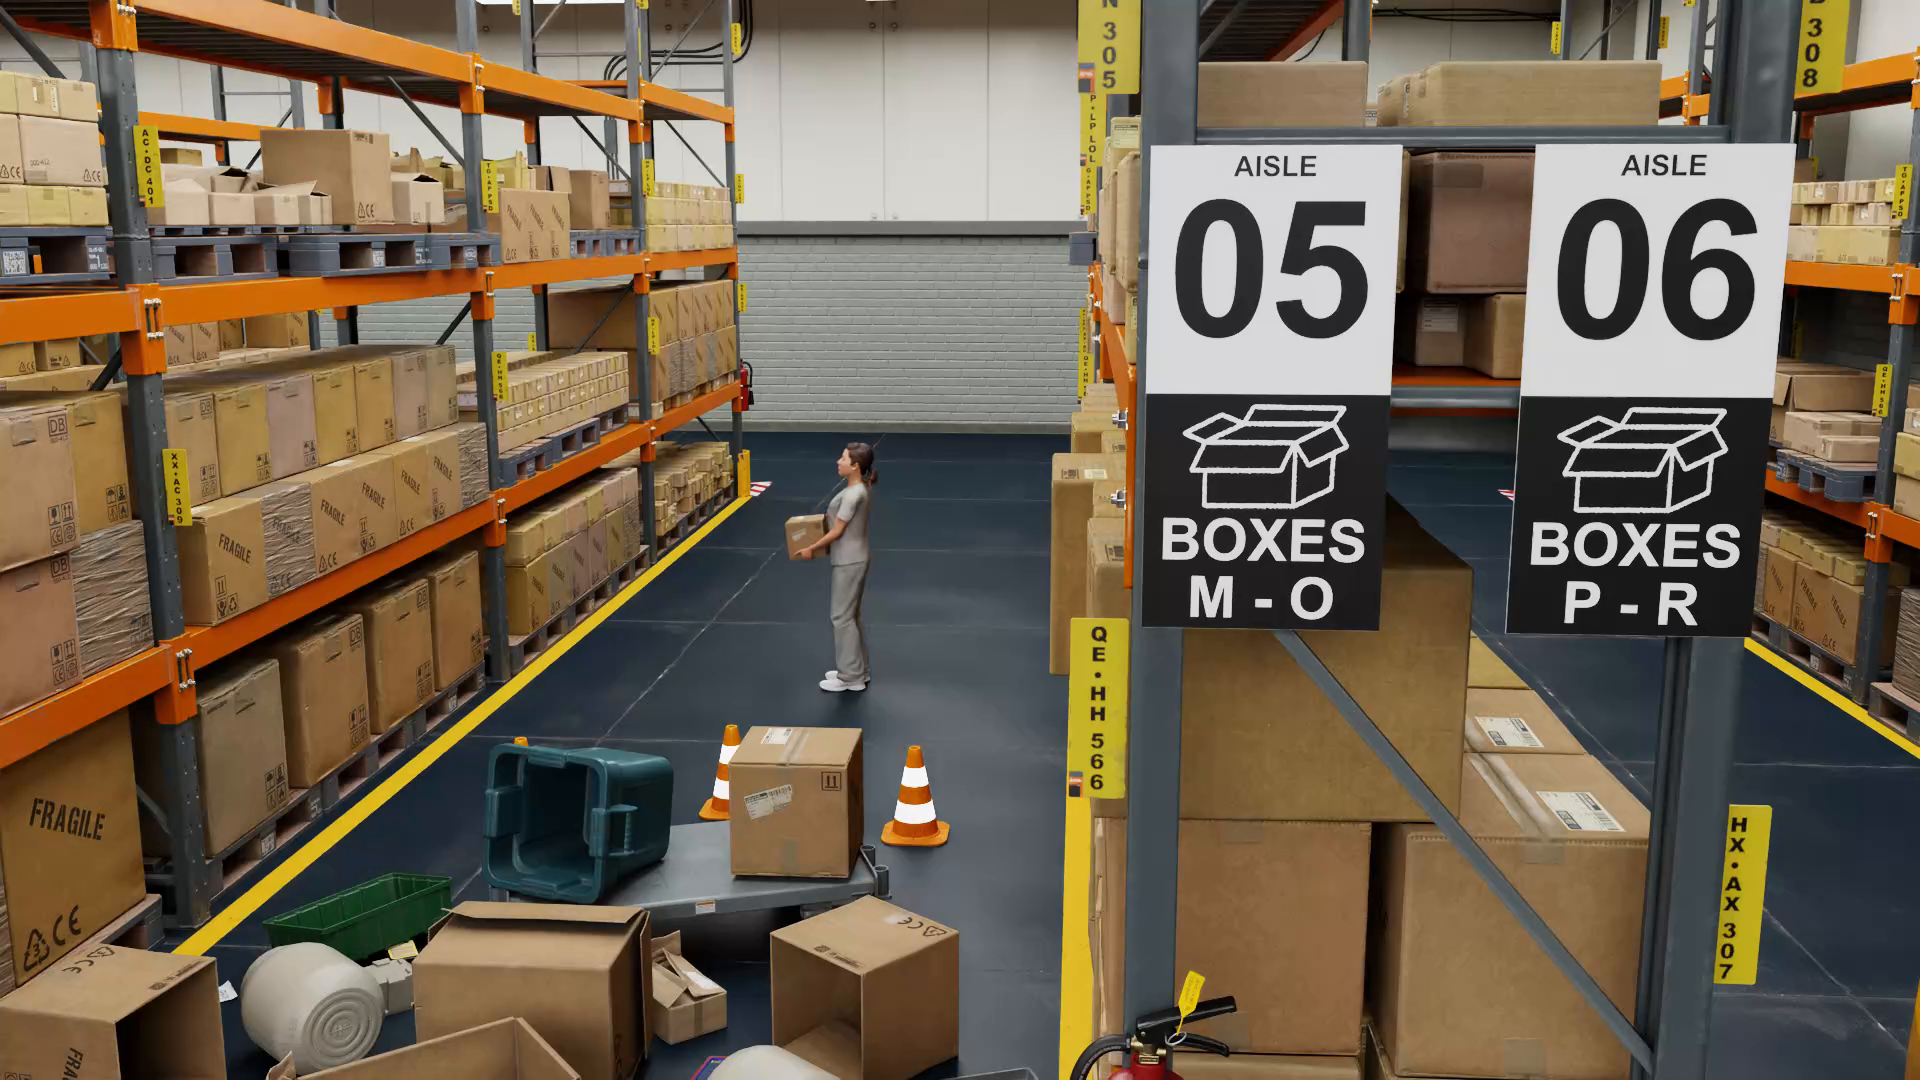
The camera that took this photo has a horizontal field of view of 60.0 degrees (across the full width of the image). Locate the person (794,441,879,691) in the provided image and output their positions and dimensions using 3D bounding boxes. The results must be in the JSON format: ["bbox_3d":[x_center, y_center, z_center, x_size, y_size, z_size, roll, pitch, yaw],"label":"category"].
[{"bbox_3d":[-0.813,0.190,11.089,0.549,1.615,0.438,1,11,4],"label":"person"}]
